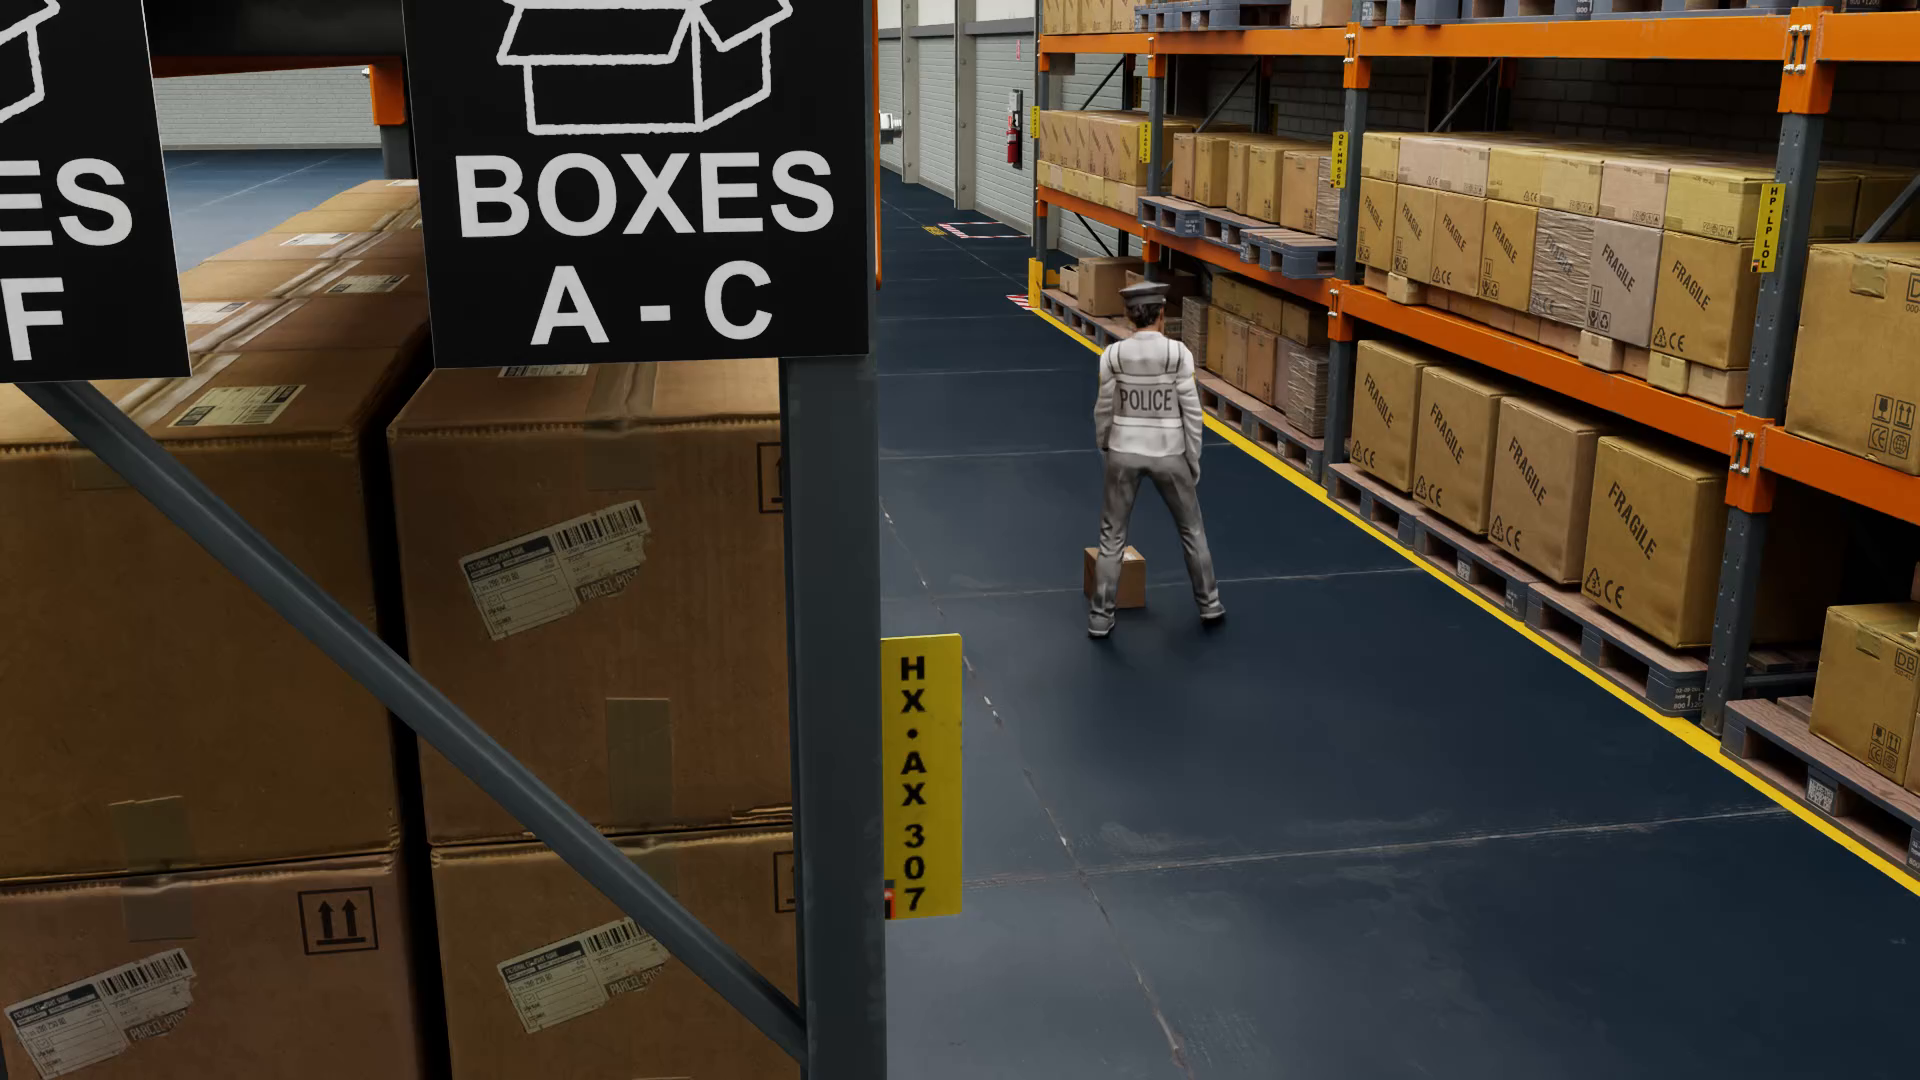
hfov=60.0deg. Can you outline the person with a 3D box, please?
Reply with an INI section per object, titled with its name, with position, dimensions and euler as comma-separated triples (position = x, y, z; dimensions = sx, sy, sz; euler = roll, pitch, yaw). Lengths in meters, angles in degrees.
[person]
position = 0.949, -0.382, 7.796
dimensions = 0.651, 1.659, 0.511
euler = 2, 17, 8
